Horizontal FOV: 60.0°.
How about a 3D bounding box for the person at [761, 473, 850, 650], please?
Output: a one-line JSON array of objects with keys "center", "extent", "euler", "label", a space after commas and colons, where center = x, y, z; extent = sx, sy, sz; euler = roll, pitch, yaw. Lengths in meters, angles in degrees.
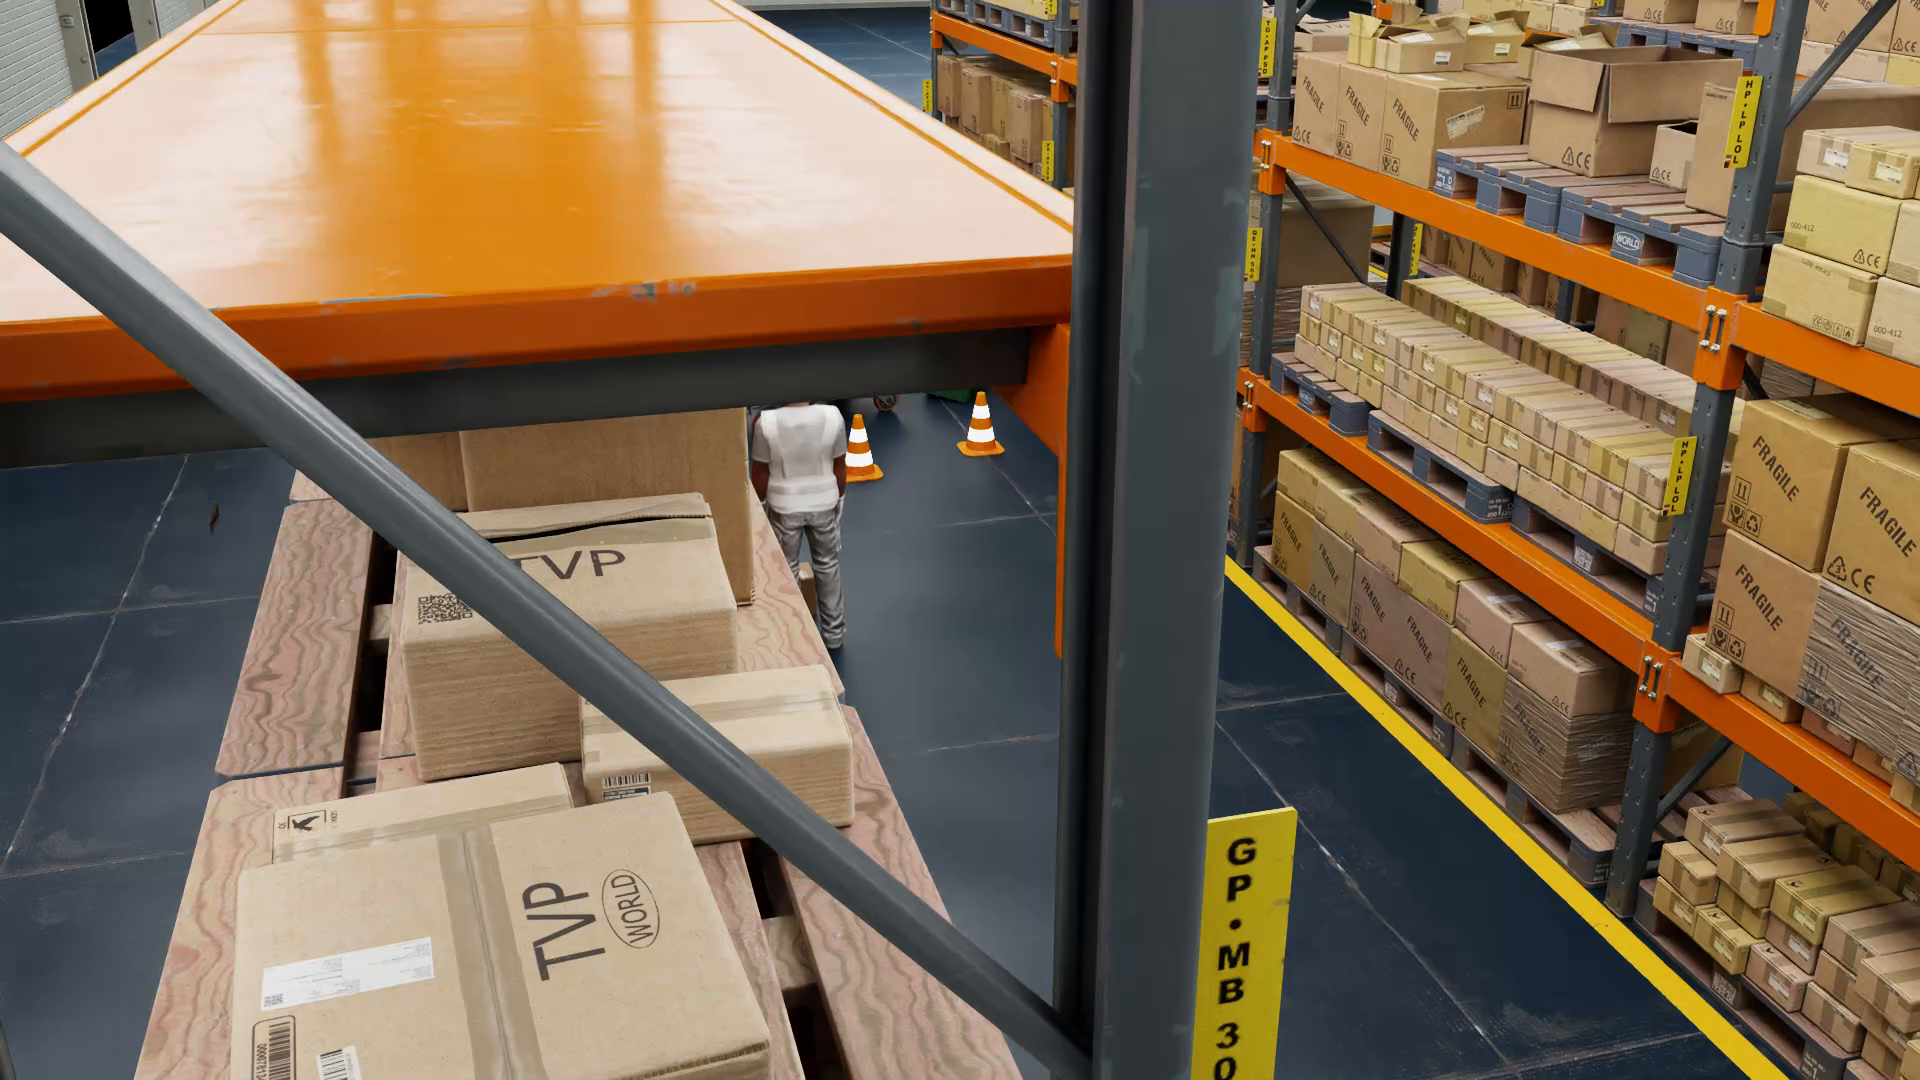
[{"center": [-0.965, 0.147, 9.857], "extent": [0.576, 0.908, 0.913], "euler": [-6, 23, -14], "label": "person"}]
